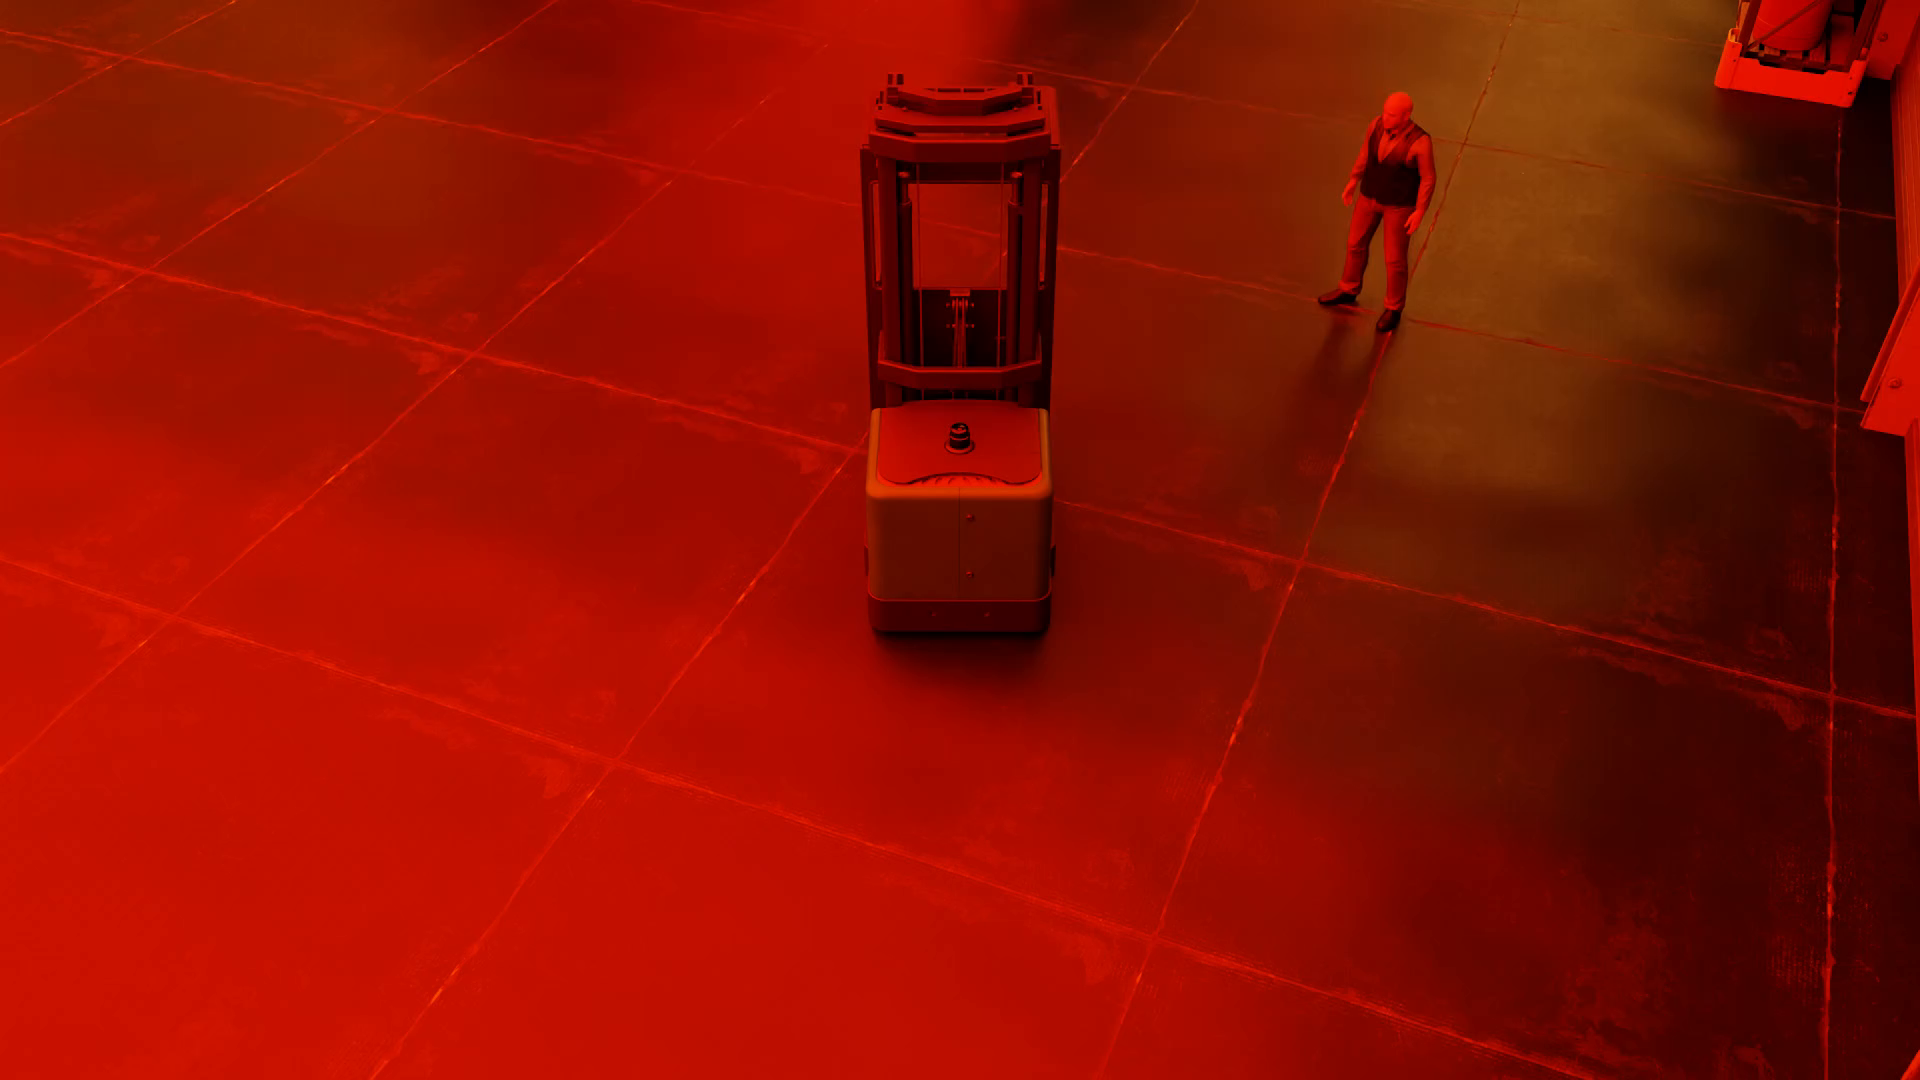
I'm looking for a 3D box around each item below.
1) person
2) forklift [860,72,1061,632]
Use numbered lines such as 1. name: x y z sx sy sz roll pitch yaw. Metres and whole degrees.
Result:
1. person: 3.012 -2.386 11.802 0.451 1.726 0.649 -28 47 -29
2. forklift: 0.002 -1.515 9.816 1.130 2.935 3.031 0 40 0
